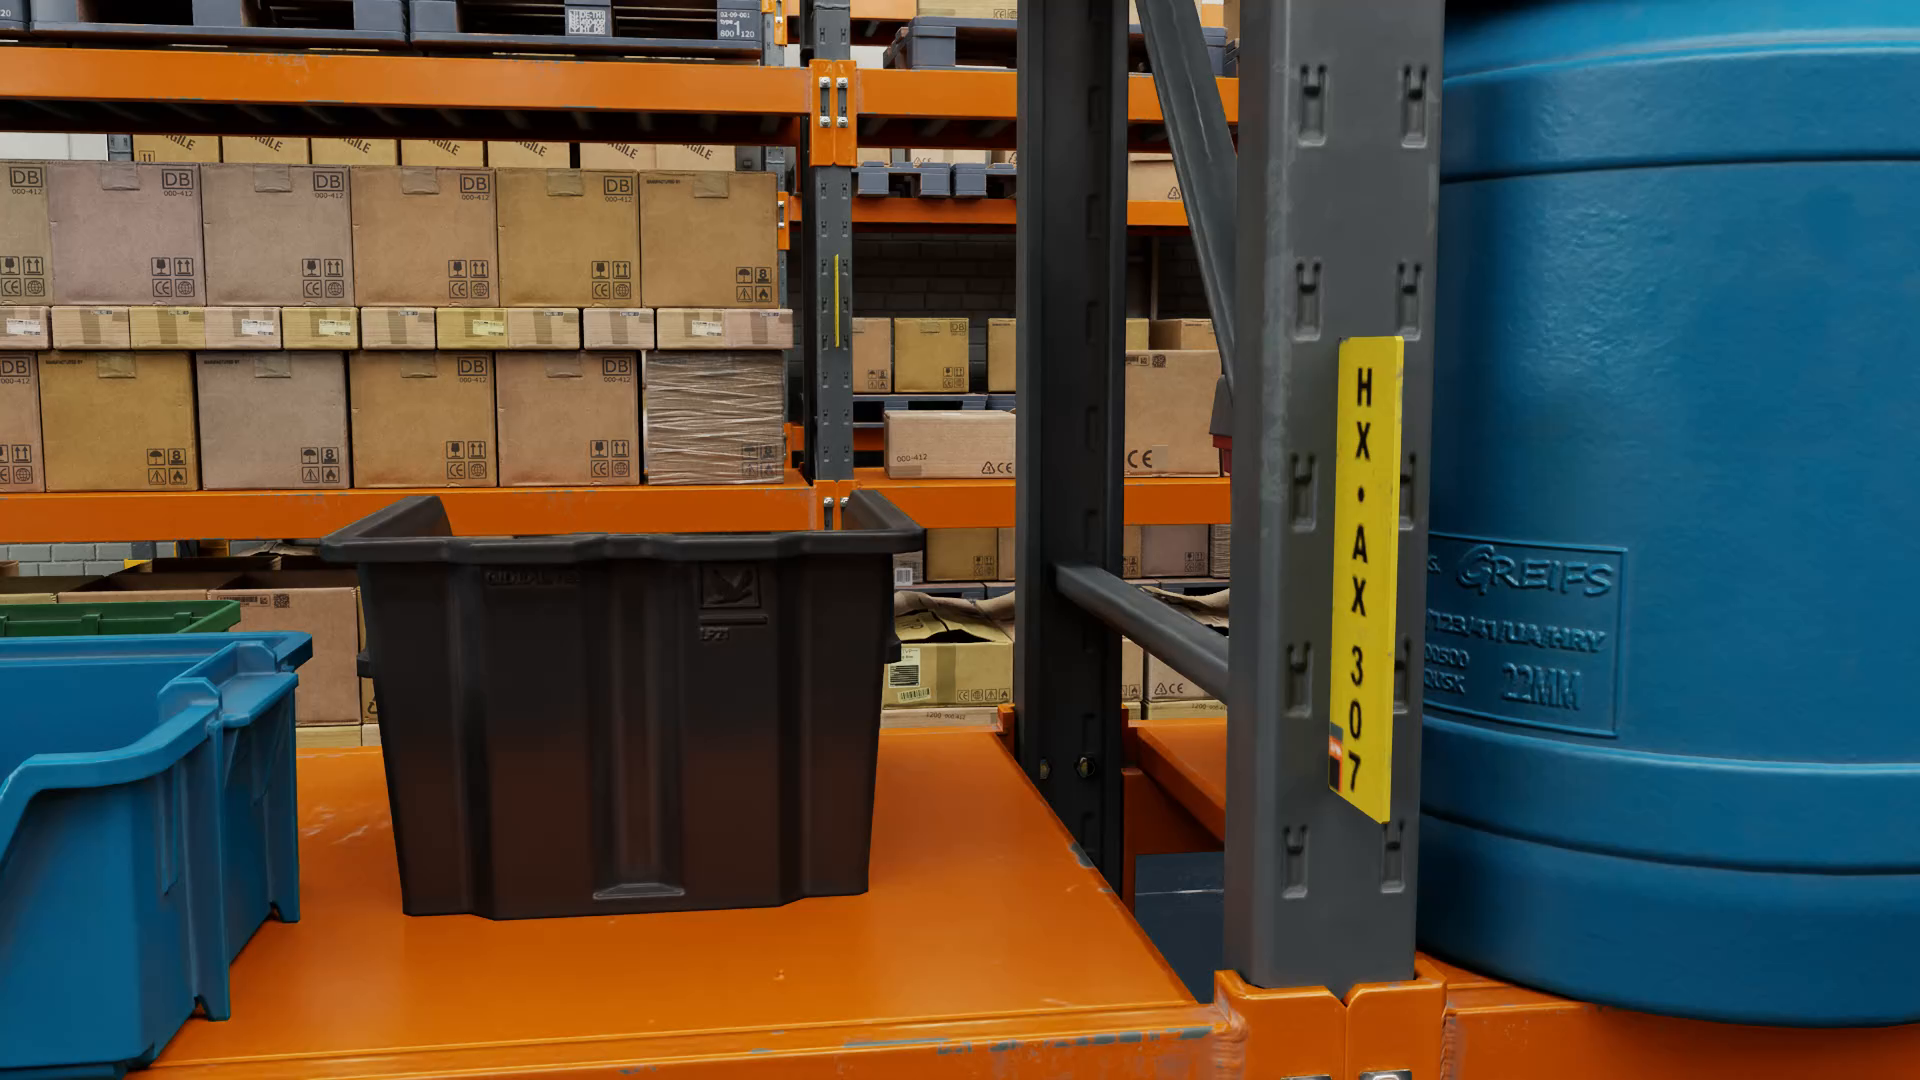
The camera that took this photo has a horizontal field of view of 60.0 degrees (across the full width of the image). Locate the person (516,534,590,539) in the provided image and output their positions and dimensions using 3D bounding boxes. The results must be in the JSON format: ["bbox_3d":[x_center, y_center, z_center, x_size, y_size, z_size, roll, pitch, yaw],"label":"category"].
[{"bbox_3d":[-1.991,0.017,7.980,1.026,1.725,0.595,-1,7,-8],"label":"person"}]
